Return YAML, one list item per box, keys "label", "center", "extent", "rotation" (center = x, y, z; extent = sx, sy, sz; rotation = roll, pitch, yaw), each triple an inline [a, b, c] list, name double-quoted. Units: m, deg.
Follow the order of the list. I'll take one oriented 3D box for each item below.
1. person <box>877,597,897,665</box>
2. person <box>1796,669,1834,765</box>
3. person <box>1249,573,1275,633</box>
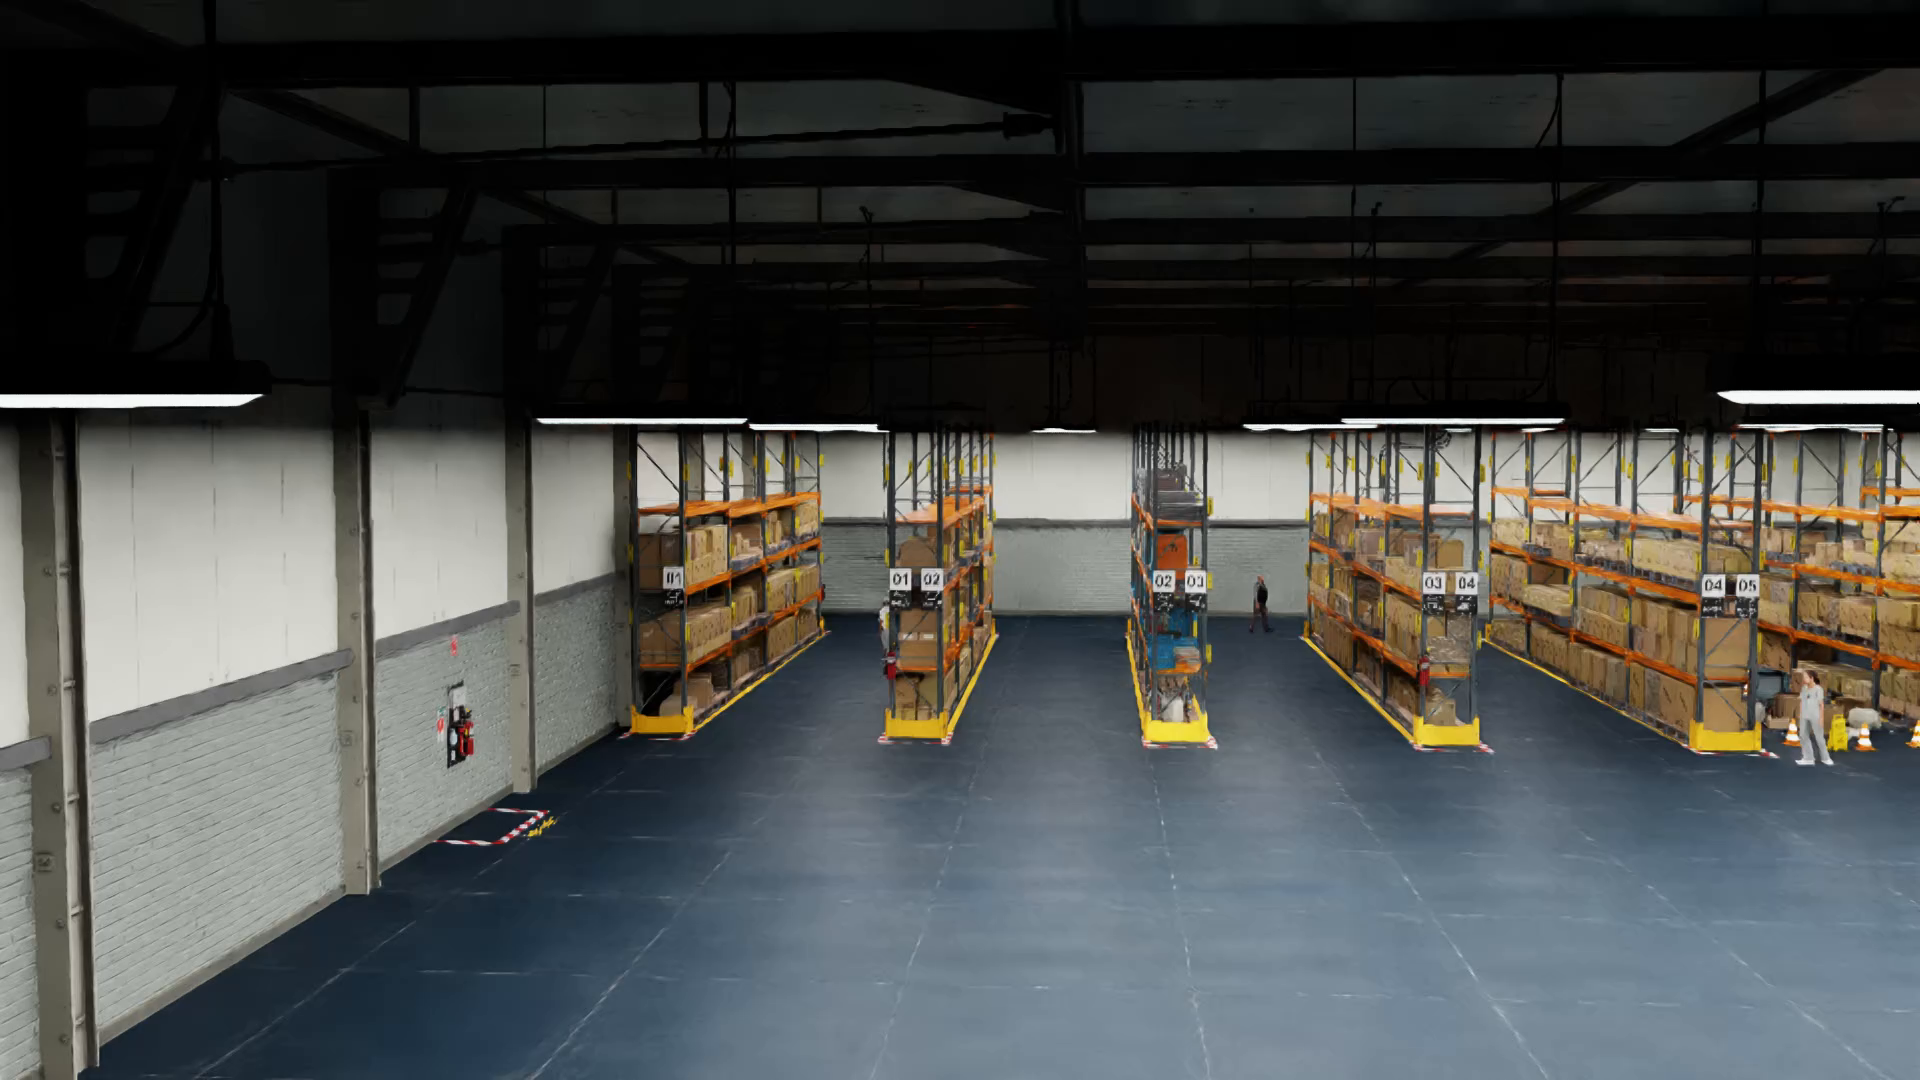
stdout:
- label: "person"
  center: [-1.845, 2.255, 41.524]
  extent: [0.554, 1.659, 0.599]
  rotation: [3, 5, 37]
- label: "person"
  center: [14.843, 3.072, 28.859]
  extent: [0.543, 1.664, 0.566]
  rotation: [-2, 4, -24]
- label: "person"
  center: [8.701, 1.813, 48.071]
  extent: [0.563, 1.709, 0.733]
  rotation: [3, 5, 41]
